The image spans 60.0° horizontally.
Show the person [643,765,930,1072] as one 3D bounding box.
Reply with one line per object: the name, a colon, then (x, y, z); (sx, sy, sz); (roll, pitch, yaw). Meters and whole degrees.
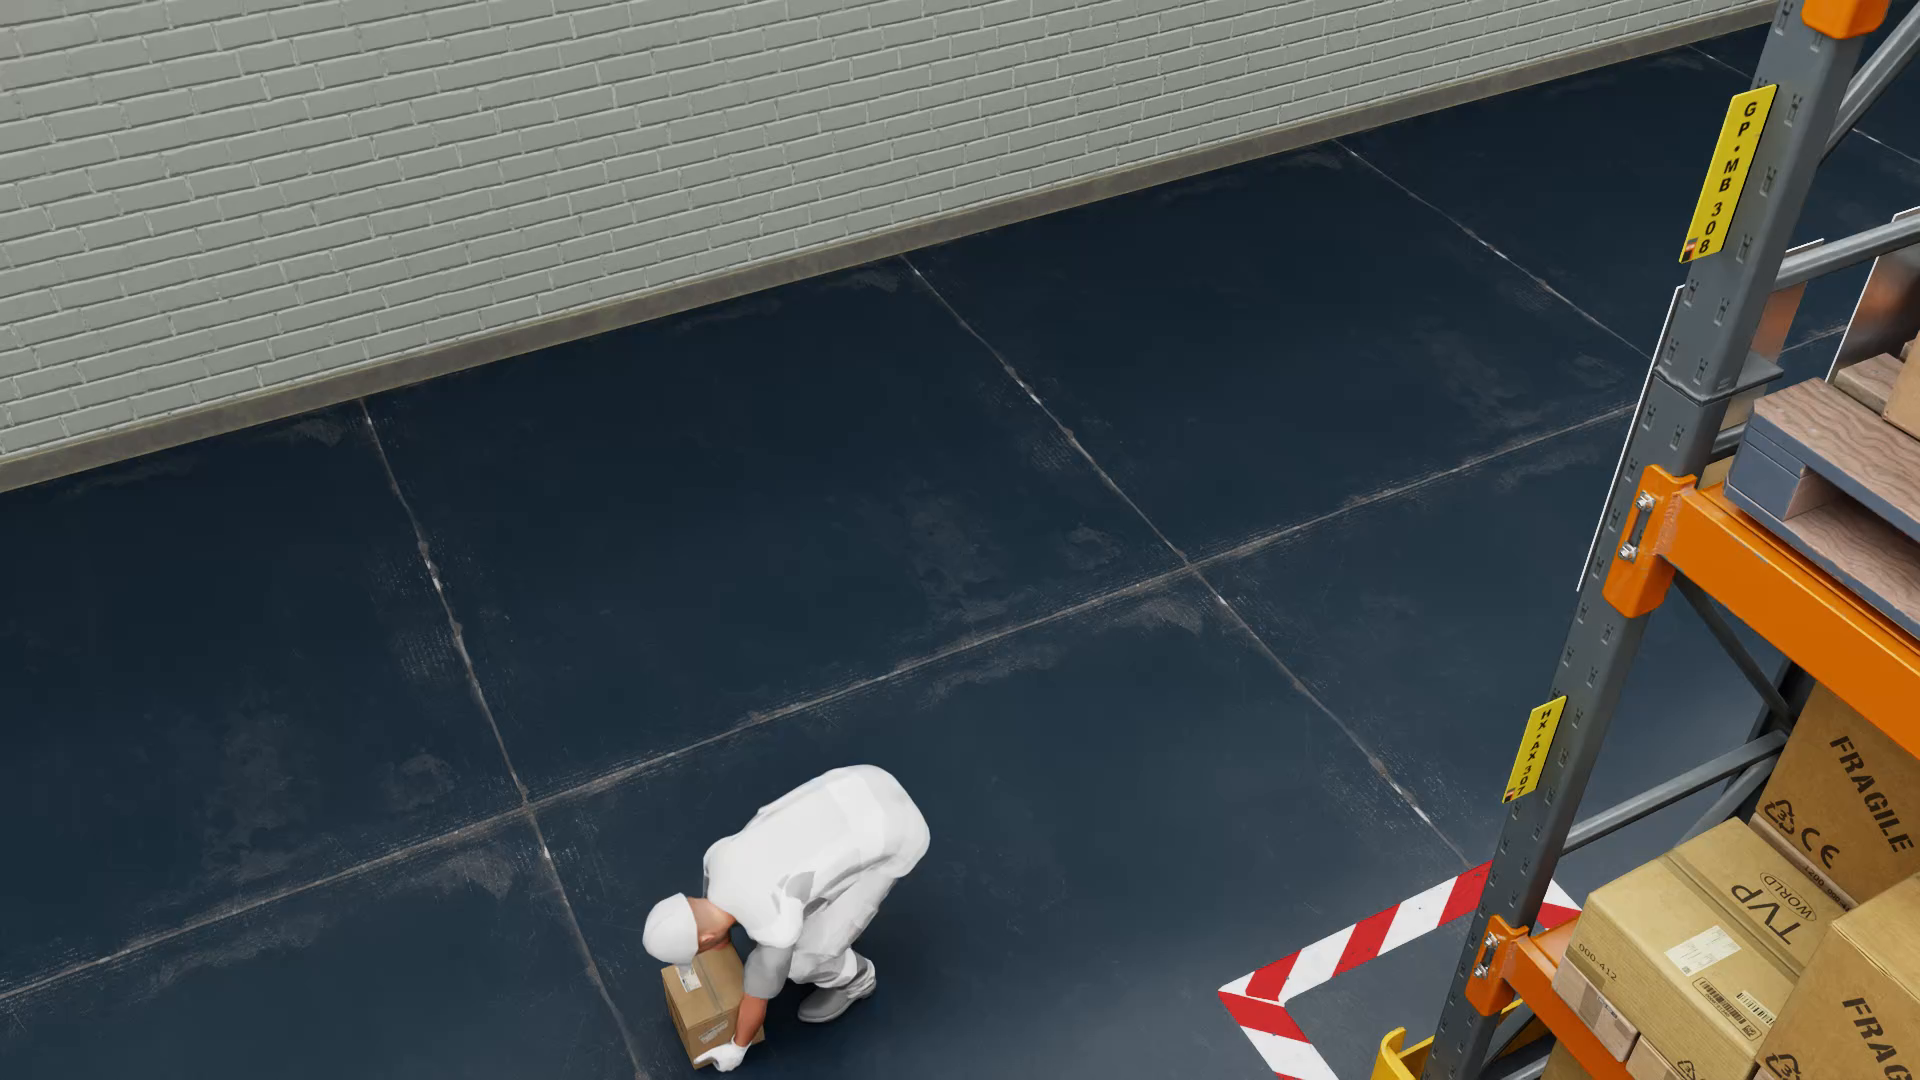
person: (-0.562, 1.226, 5.439); (0.961, 0.894, 0.526); (-20, 45, -22)
